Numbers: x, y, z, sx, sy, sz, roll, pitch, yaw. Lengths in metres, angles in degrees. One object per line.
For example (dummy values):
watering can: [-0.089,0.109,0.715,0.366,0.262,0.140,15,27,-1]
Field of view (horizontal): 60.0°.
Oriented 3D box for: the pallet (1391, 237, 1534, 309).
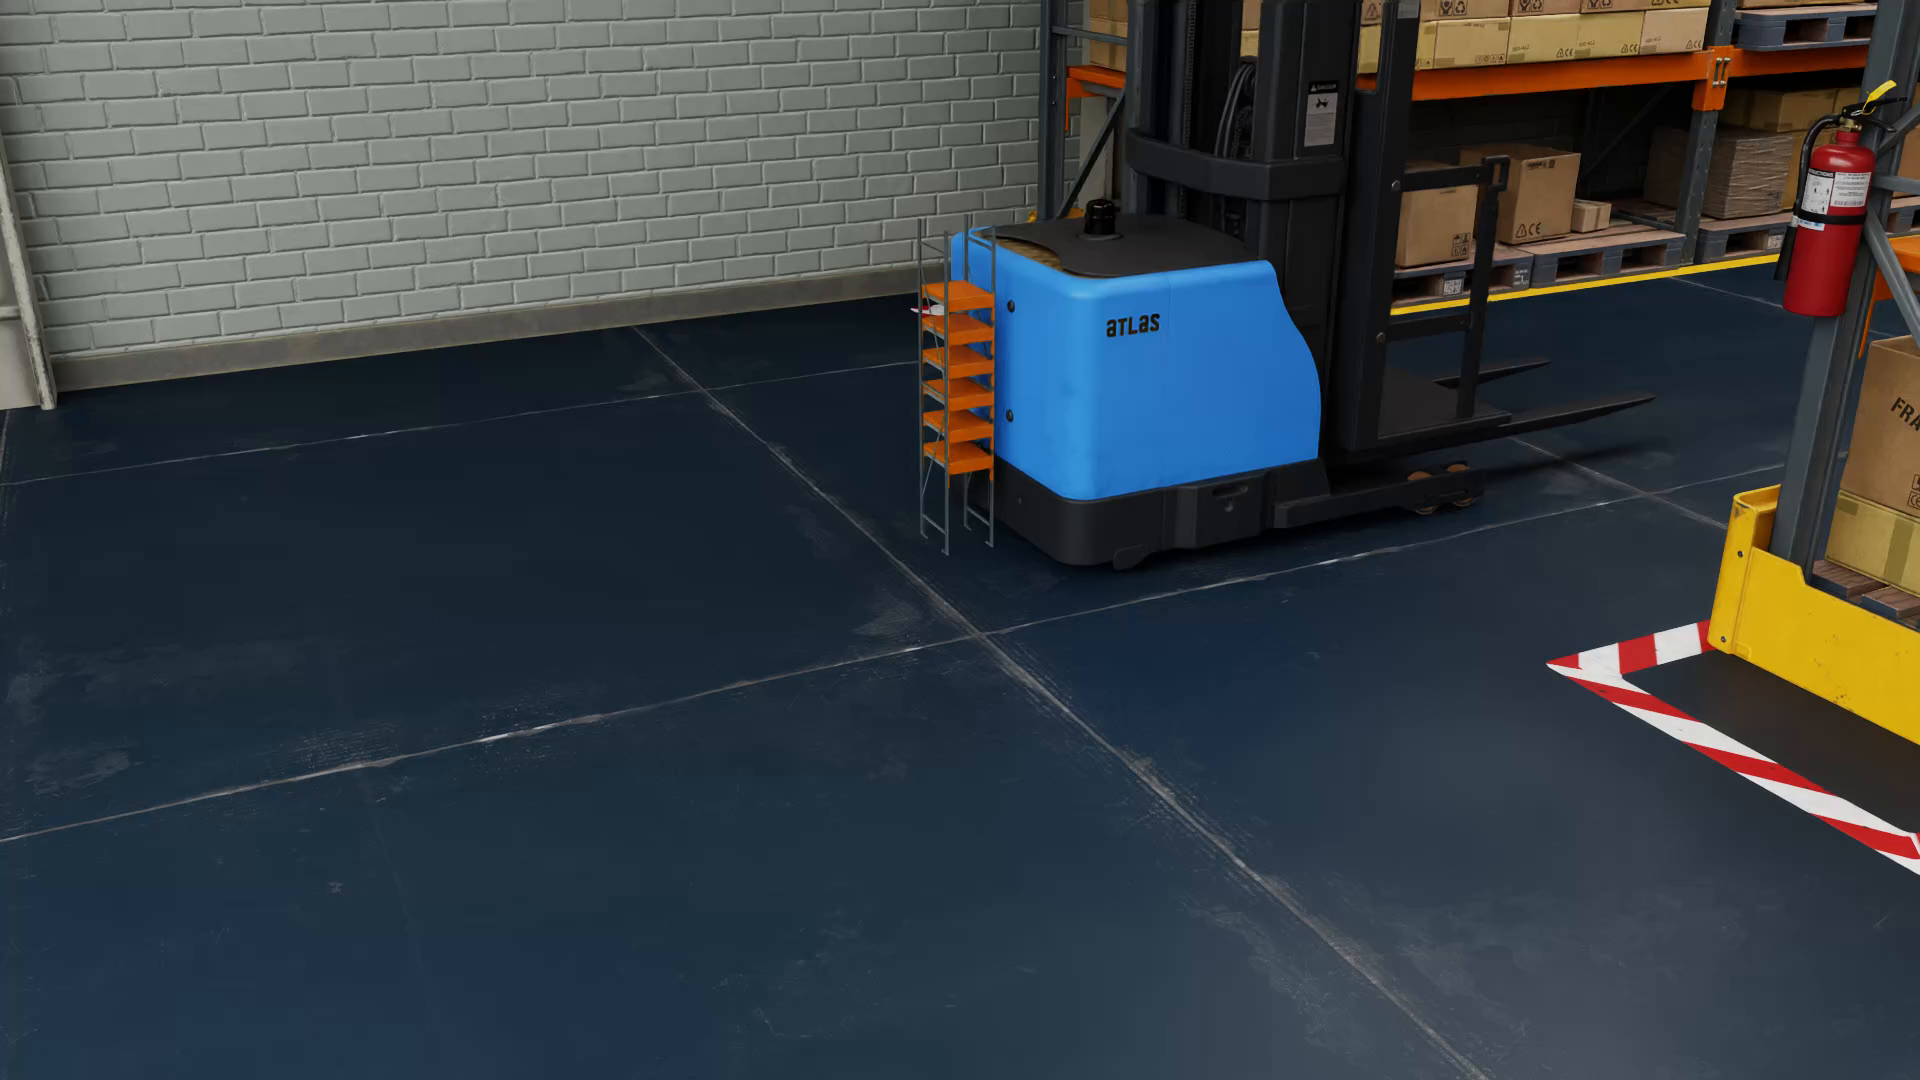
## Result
pallet: [2.617,-1.646,9.951,1.213,0.211,1.003,-10,25,-24]

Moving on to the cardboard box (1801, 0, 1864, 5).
cardboard box: [5.287,-3.674,10.499,0.500,0.500,0.700,-8,24,-18]

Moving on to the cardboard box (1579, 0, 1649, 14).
cardboard box: [3.568,-3.279,9.438,0.500,0.500,0.500,-11,25,-24]

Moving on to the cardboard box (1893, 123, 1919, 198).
cardboard box: [6.335,-2.699,11.541,0.500,0.500,0.700,-11,25,-24]

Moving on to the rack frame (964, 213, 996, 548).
rack frame: [0.069,-0.567,6.051,0.006,1.200,0.240,-10,25,-24]

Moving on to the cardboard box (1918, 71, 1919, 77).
cardboard box: [6.745,-3.110,11.554,0.500,0.250,0.500,-10,24,-23]

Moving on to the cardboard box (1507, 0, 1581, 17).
cardboard box: [3.110,-3.199,9.246,0.500,0.500,0.500,-11,25,-25]

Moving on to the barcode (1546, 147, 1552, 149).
barcode: [3.717,-2.451,10.525,0.075,0.075,0.001,-10,25,-24]

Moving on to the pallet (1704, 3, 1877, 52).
pallet: [5.059,-3.250,10.430,1.213,0.211,1.003,-10,25,-24]

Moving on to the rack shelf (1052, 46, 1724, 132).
rack shelf: [2.505,-2.598,9.545,4.000,0.370,1.077,-10,25,-24]

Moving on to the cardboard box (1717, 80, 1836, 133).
cardboard box: [5.359,-2.859,10.947,0.500,0.250,0.500,-11,25,-25]

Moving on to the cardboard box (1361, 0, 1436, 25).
cardboard box: [2.182,-3.023,8.820,0.500,0.500,0.500,-11,25,-25]

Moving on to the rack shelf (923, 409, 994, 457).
rack shelf: [-0.013,-0.400,6.078,0.180,0.103,0.258,-10,25,-24]

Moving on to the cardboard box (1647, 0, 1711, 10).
cardboard box: [4.016,-3.364,9.643,0.500,0.500,0.500,-10,25,-24]

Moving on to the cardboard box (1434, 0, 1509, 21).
cardboard box: [2.642,-3.112,9.037,0.500,0.500,0.500,-10,24,-22]

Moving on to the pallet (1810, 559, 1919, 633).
pallet: [3.526,0.255,5.358,1.213,0.211,1.003,-10,25,-24]

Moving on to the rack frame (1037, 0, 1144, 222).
rack frame: [0.703,-2.599,8.606,0.127,3.000,1.000,-10,25,-24]

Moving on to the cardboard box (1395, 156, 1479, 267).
cardboard box: [2.562,-1.930,9.683,0.500,0.500,0.700,-12,25,-27]

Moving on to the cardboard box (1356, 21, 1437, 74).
cardboard box: [2.204,-2.684,8.981,0.500,0.250,0.500,-11,25,-24]

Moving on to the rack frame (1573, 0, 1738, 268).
rack frame: [4.307,-3.262,10.209,0.127,3.000,1.000,-10,25,-24]

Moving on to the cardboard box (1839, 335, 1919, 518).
cardboard box: [3.209,-0.354,5.248,0.500,0.500,0.500,-10,25,-24]

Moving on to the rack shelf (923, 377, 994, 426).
rack shelf: [-0.013,-0.511,6.032,0.180,0.103,0.258,-10,25,-24]

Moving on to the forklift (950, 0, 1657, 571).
forklift: [1.501,-1.621,6.335,3.031,2.935,1.130,-11,25,-24]

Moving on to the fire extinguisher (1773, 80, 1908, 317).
fire extinguisher: [2.547,-0.997,4.837,0.183,0.674,0.296,-10,25,-24]

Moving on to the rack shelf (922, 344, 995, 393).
rack shelf: [-0.013,-0.622,5.986,0.180,0.103,0.258,-10,25,-24]

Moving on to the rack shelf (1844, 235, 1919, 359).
rack shelf: [4.657,-0.891,5.422,4.000,0.370,1.077,-10,25,-24]

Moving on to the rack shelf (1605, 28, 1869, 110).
rack shelf: [6.110,-3.261,11.148,4.000,0.370,1.077,-10,25,-24]

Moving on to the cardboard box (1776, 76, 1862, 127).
cardboard box: [5.826,-2.947,11.159,0.500,0.250,0.500,-11,25,-25]

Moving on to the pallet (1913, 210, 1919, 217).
pallet: [7.207,-2.508,12.033,1.213,0.211,1.003,-10,25,-24]

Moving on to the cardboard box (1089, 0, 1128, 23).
cardboard box: [1.036,-3.036,8.853,0.500,0.500,0.500,-11,25,-24]

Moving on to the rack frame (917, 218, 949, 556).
rack frame: [-0.095,-0.537,5.978,0.006,1.200,0.240,-10,25,-24]

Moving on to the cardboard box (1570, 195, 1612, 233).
cardboard box: [3.838,-2.057,10.427,0.250,0.166,0.380,-14,26,-30]

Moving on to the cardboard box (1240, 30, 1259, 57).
cardboard box: [1.281,-2.510,8.562,0.500,0.250,0.500,-11,25,-25]

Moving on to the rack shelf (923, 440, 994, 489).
rack shelf: [-0.013,-0.289,6.124,0.180,0.103,0.258,-10,25,-24]

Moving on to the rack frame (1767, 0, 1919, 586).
rack frame: [2.855,-0.892,4.483,0.127,3.000,1.000,-10,25,-24]

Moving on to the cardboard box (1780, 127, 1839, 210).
cardboard box: [5.407,-2.541,11.160,0.500,0.500,0.700,-11,25,-25]

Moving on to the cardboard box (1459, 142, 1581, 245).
cardboard box: [3.390,-2.124,10.153,0.500,0.500,0.500,-12,26,-28]

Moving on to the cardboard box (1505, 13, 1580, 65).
cardboard box: [3.113,-2.850,9.384,0.500,0.250,0.500,-11,25,-24]

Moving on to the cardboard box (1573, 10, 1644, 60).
cardboard box: [3.560,-2.939,9.599,0.500,0.250,0.500,-10,25,-23]

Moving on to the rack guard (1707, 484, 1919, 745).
rack guard: [2.833,0.267,4.952,0.348,0.500,1.175,-10,25,-24]

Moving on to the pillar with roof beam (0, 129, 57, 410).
pillar with roof beam: [-2.581,-3.306,2.471,0.400,9.000,9.100,-10,25,-24]

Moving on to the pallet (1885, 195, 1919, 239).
pallet: [6.109,-2.307,11.548,1.213,0.211,1.003,-10,25,-24]

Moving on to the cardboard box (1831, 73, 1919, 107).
cardboard box: [6.283,-3.023,11.344,0.500,0.250,0.500,-11,25,-24]

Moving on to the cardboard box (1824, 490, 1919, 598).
cardboard box: [3.210,-0.006,5.390,0.500,0.250,0.500,-10,25,-24]

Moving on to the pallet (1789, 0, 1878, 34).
pallet: [6.146,-3.494,11.021,1.213,0.211,1.003,-10,25,-24]

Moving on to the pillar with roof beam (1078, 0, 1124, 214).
pillar with roof beam: [2.826,-4.301,4.875,0.400,9.000,9.100,-10,25,-24]

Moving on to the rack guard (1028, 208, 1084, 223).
rack guard: [0.772,-1.456,9.114,0.348,0.500,1.175,-10,25,-24]

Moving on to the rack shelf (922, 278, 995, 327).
rack shelf: [-0.013,-0.844,5.894,0.180,0.103,0.258,-10,25,-24]

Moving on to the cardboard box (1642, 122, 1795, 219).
cardboard box: [4.963,-2.438,10.911,0.500,0.500,0.700,-10,24,-22]

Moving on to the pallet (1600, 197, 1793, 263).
pallet: [5.008,-2.103,11.055,1.213,0.211,1.003,-10,25,-24]

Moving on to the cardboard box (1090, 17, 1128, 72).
cardboard box: [1.040,-2.683,8.979,0.500,0.250,0.500,-10,25,-23]

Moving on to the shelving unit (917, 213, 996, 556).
shelving unit: [-0.013,-0.552,6.015,0.189,1.200,0.258,-10,25,-24]

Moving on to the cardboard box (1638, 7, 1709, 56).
cardboard box: [4.012,-3.019,9.791,0.500,0.250,0.500,-10,25,-23]

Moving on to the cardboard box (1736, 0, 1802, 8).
cardboard box: [4.781,-3.584,10.281,0.500,0.500,0.700,-10,25,-23]

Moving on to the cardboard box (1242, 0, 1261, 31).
cardboard box: [1.264,-2.861,8.428,0.500,0.500,0.500,-10,25,-24]

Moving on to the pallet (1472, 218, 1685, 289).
pallet: [3.718,-1.850,10.443,1.213,0.211,1.003,-10,25,-24]

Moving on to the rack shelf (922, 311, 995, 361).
rack shelf: [-0.013,-0.733,5.940,0.180,0.103,0.258,-10,25,-24]

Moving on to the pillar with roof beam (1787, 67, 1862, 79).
pillar with roof beam: [8.232,-5.296,7.279,0.400,9.000,9.100,-10,25,-24]

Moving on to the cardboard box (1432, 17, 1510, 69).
cardboard box: [2.660,-2.767,9.182,0.500,0.250,0.500,-10,25,-23]
